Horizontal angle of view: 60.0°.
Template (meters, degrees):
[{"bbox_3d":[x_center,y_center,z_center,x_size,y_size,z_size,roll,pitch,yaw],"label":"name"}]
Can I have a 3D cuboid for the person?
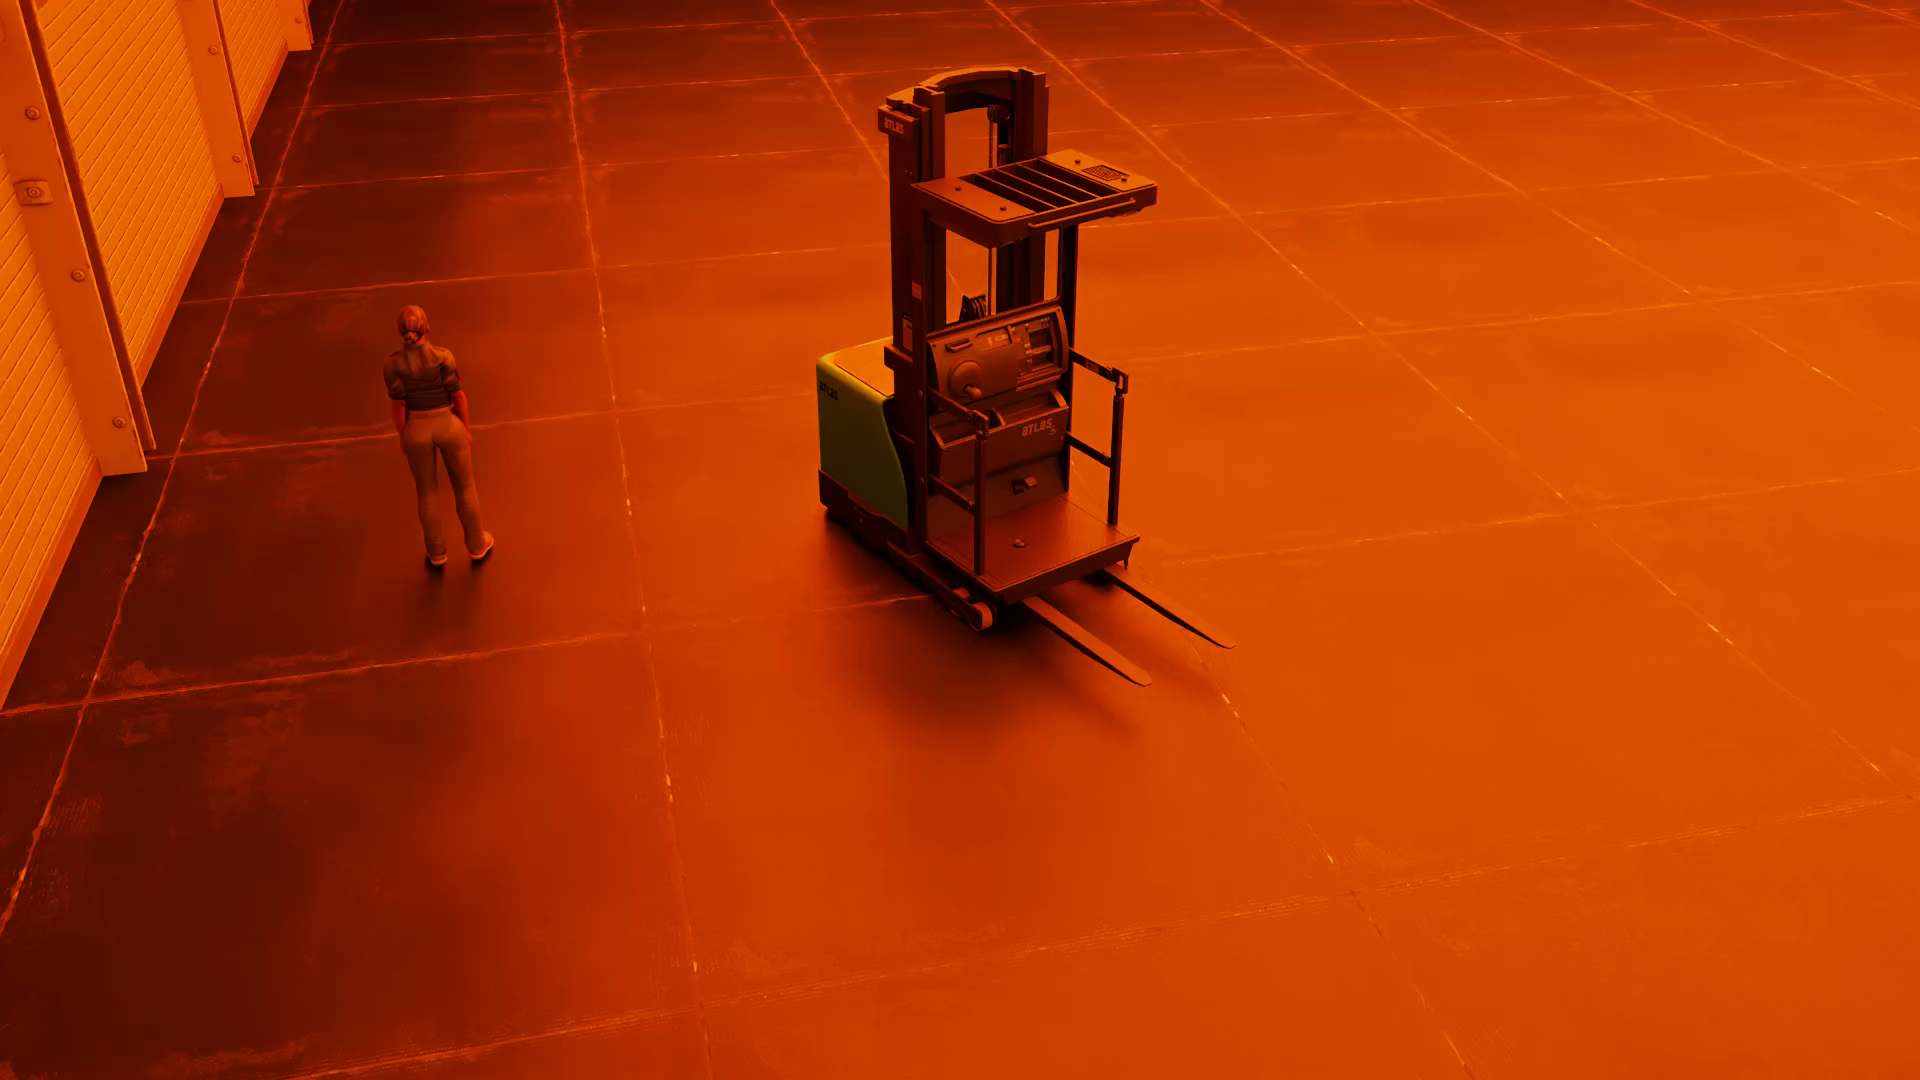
[{"bbox_3d":[-3.107,-0.628,9.857,0.446,1.659,0.337,-7,31,-12],"label":"person"}]

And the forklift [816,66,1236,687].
[{"bbox_3d":[0.355,-1.021,9.338,1.130,2.935,3.031,-20,35,-30],"label":"forklift"}]
